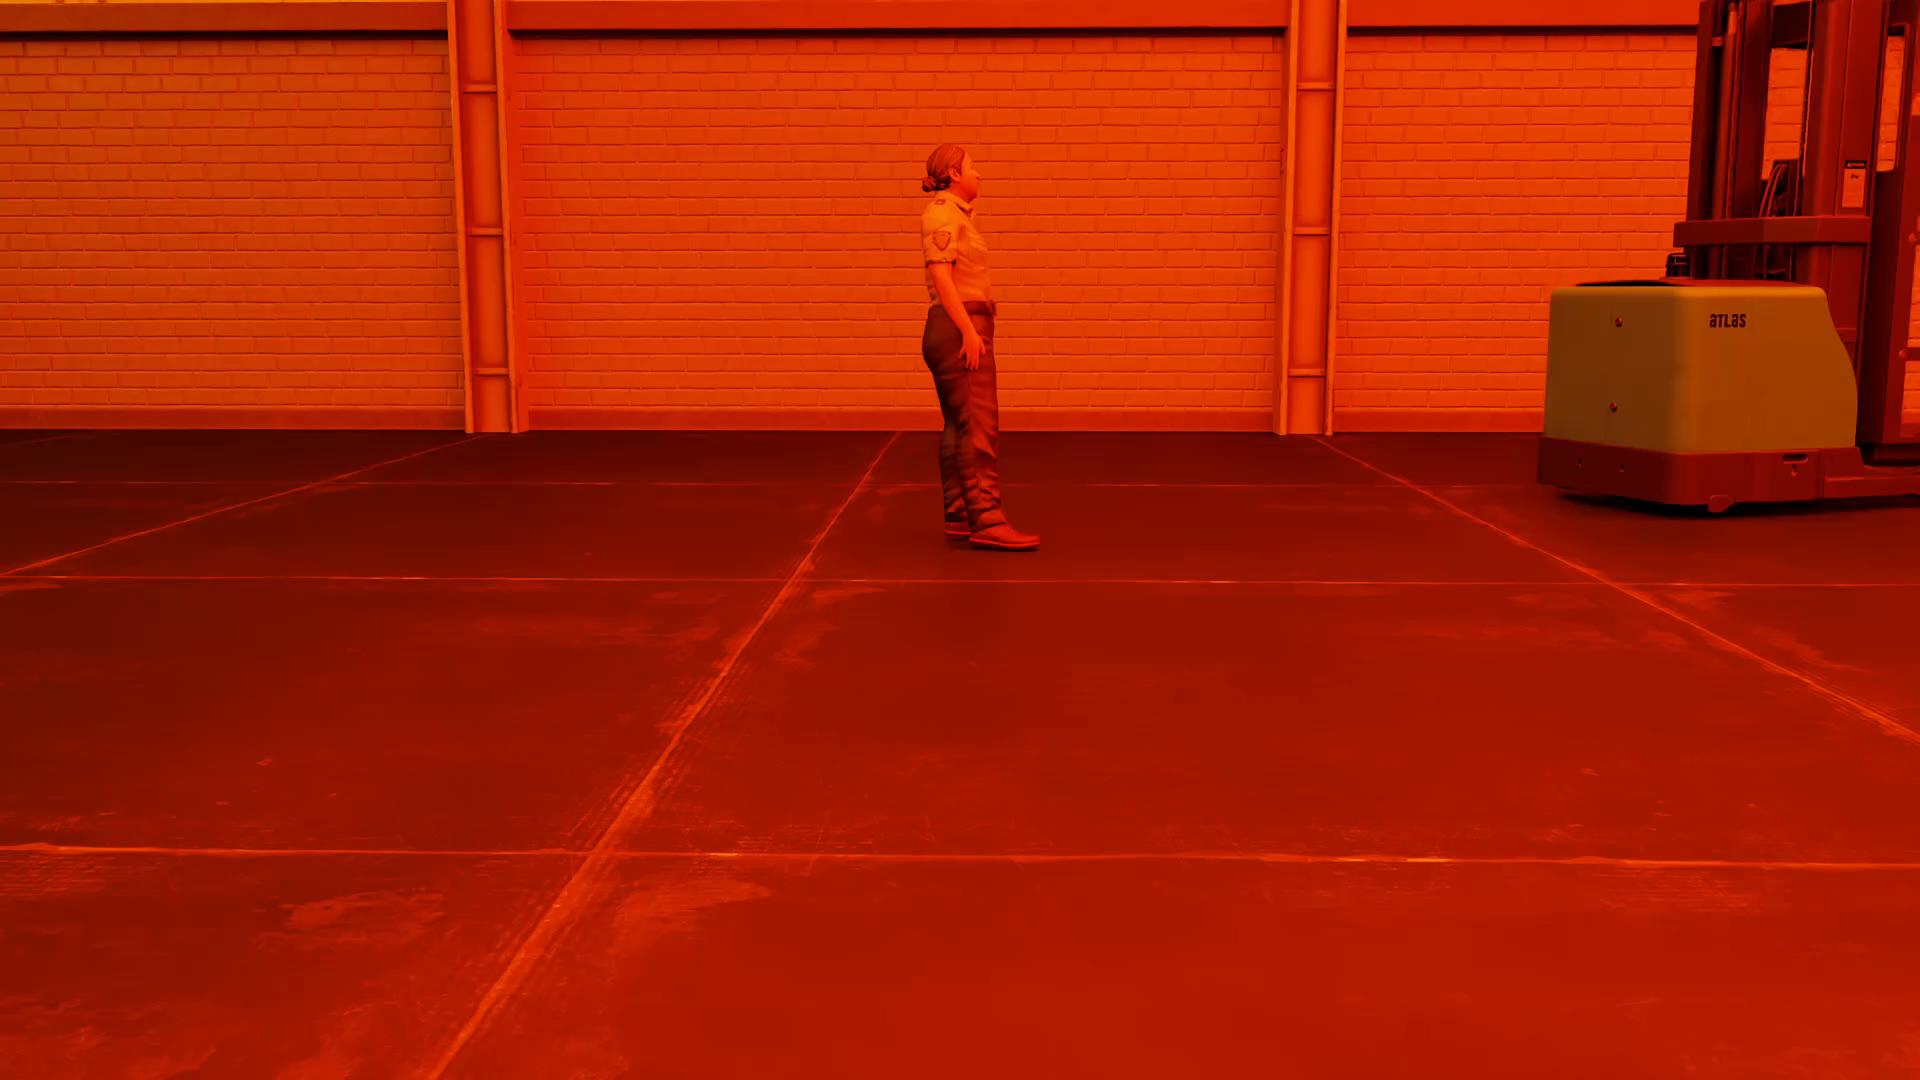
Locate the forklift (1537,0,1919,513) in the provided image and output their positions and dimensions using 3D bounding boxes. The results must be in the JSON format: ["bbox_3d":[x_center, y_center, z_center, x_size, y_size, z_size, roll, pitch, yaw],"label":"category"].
[{"bbox_3d":[4.558,-1.685,8.455,3.031,2.935,1.130,-3,9,-20],"label":"forklift"}]

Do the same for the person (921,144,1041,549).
[{"bbox_3d":[0.089,-0.819,6.977,0.503,1.651,0.598,0,9,1],"label":"person"}]
